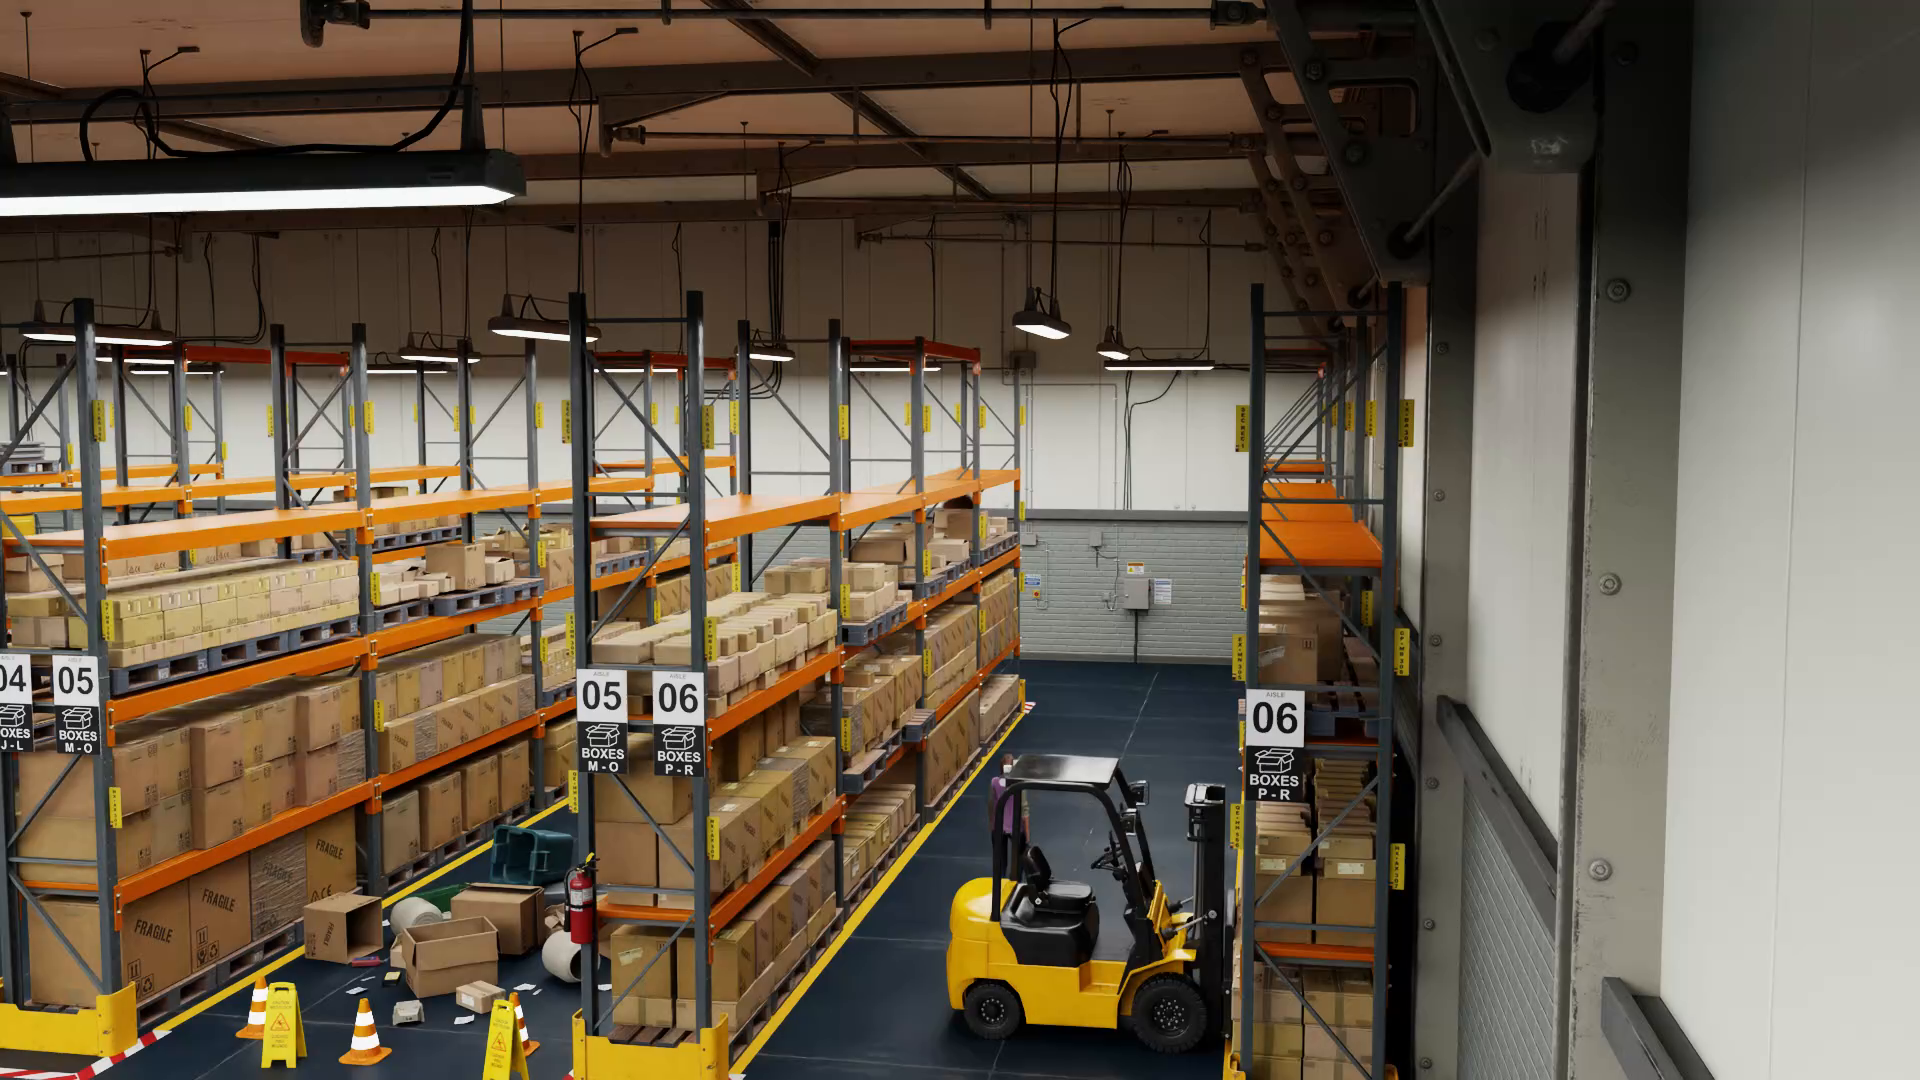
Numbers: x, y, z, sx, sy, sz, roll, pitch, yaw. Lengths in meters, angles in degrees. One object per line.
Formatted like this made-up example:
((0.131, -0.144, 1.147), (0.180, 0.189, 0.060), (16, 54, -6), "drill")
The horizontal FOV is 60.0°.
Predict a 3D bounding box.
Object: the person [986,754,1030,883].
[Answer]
((0.493, 2.992, 17.101), (0.475, 1.597, 0.561), (1, 5, 12), "person")
